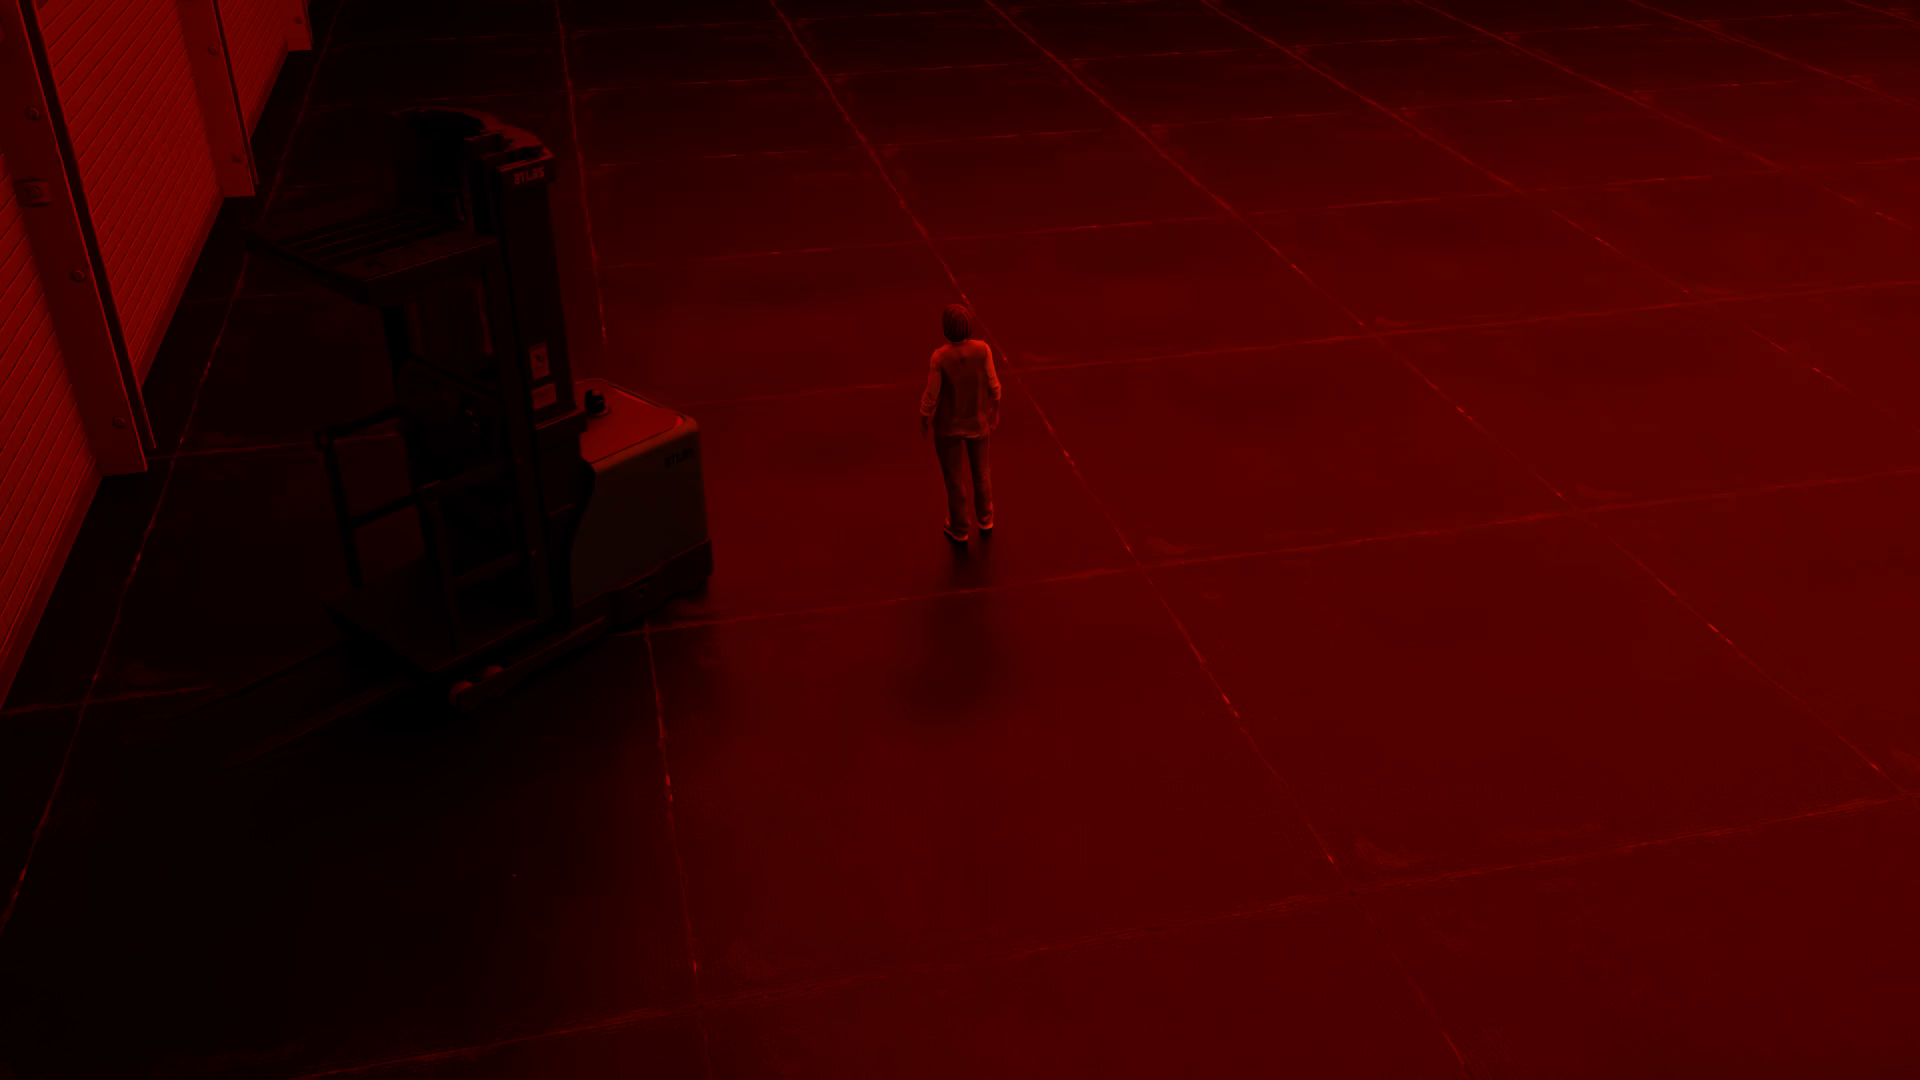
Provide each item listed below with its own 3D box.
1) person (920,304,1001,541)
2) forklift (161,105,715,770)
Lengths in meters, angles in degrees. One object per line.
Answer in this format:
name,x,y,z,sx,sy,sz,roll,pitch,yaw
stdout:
person,-0.003,-0.735,10.161,0.520,1.597,0.475,-7,31,-12
forklift,-2.833,-0.632,8.667,1.130,2.935,3.031,24,38,35
